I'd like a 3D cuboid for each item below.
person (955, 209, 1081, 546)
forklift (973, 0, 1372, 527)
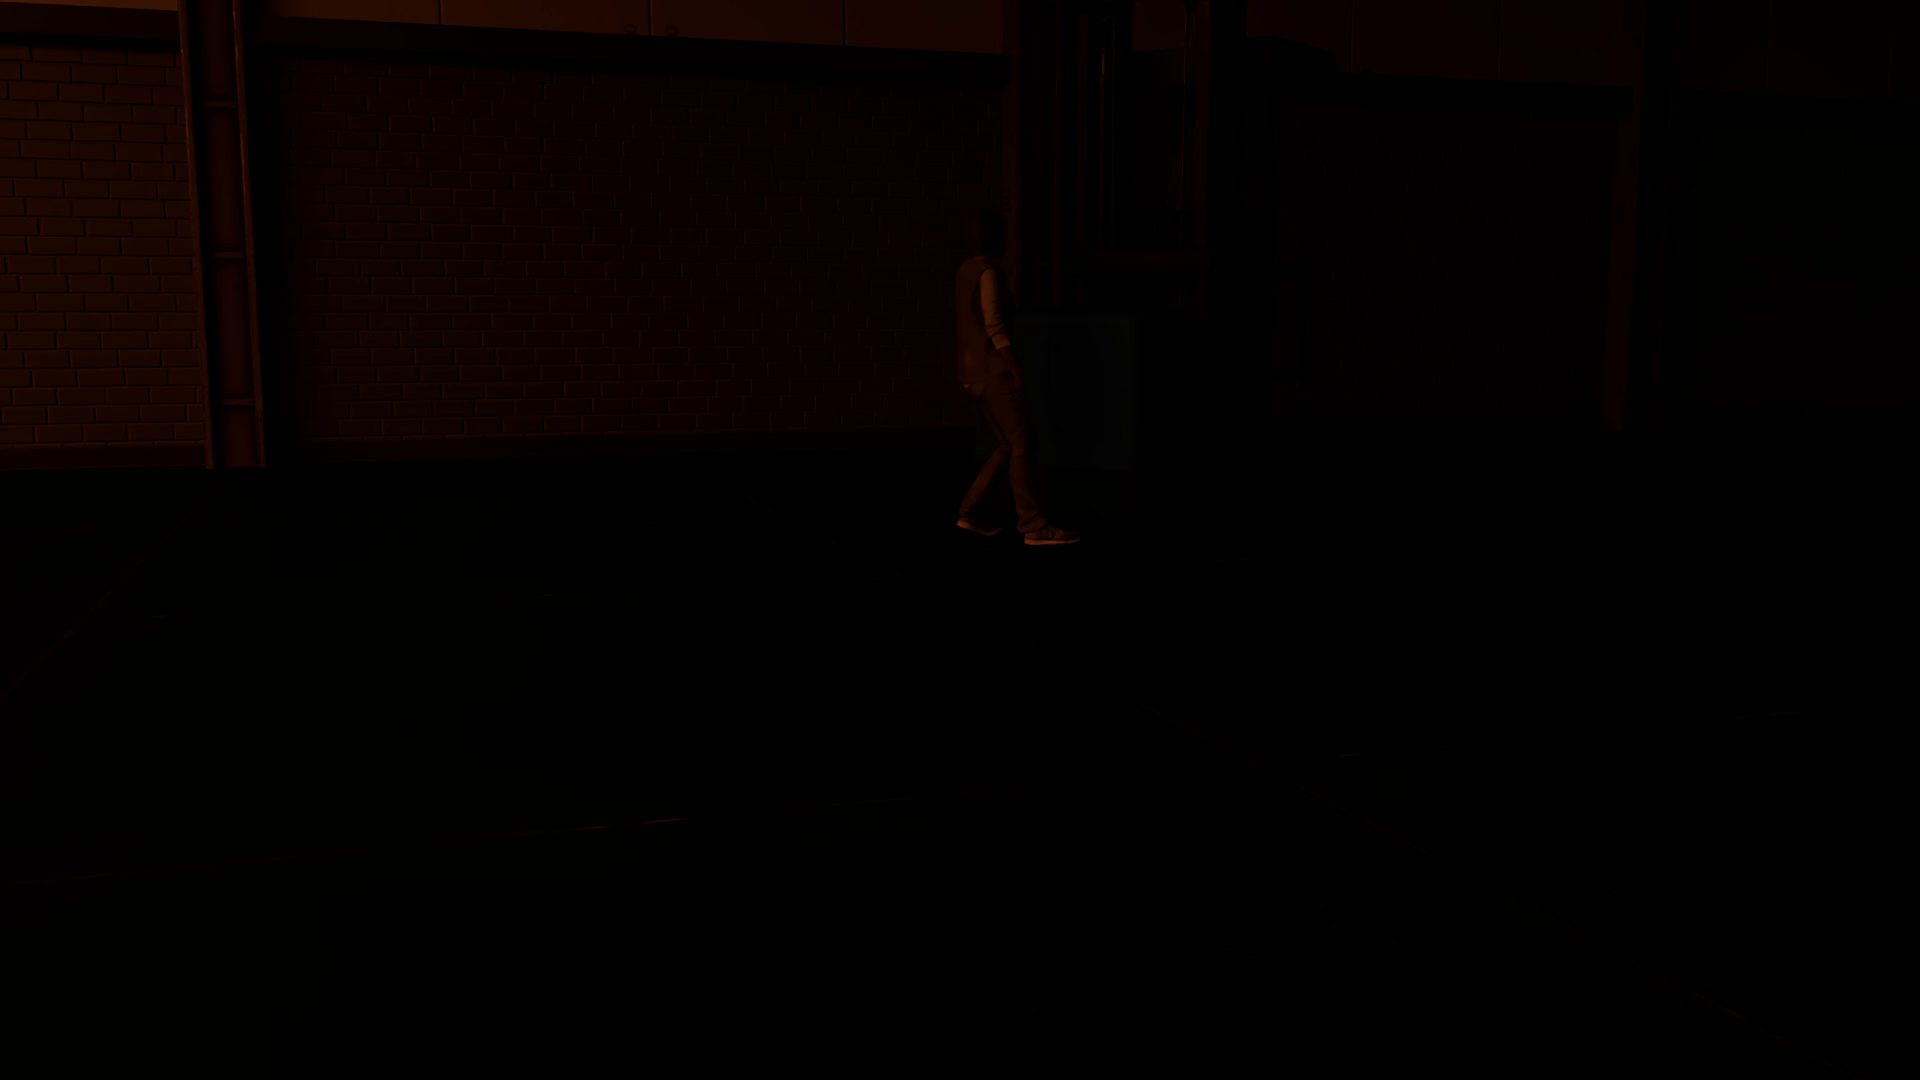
[{"bbox_3d":[0.253,-0.774,7.853,0.558,1.553,0.565,-1,8,-9],"label":"person"},{"bbox_3d":[1.379,-1.667,9.307,1.130,2.935,3.031,6,10,38],"label":"forklift"}]
